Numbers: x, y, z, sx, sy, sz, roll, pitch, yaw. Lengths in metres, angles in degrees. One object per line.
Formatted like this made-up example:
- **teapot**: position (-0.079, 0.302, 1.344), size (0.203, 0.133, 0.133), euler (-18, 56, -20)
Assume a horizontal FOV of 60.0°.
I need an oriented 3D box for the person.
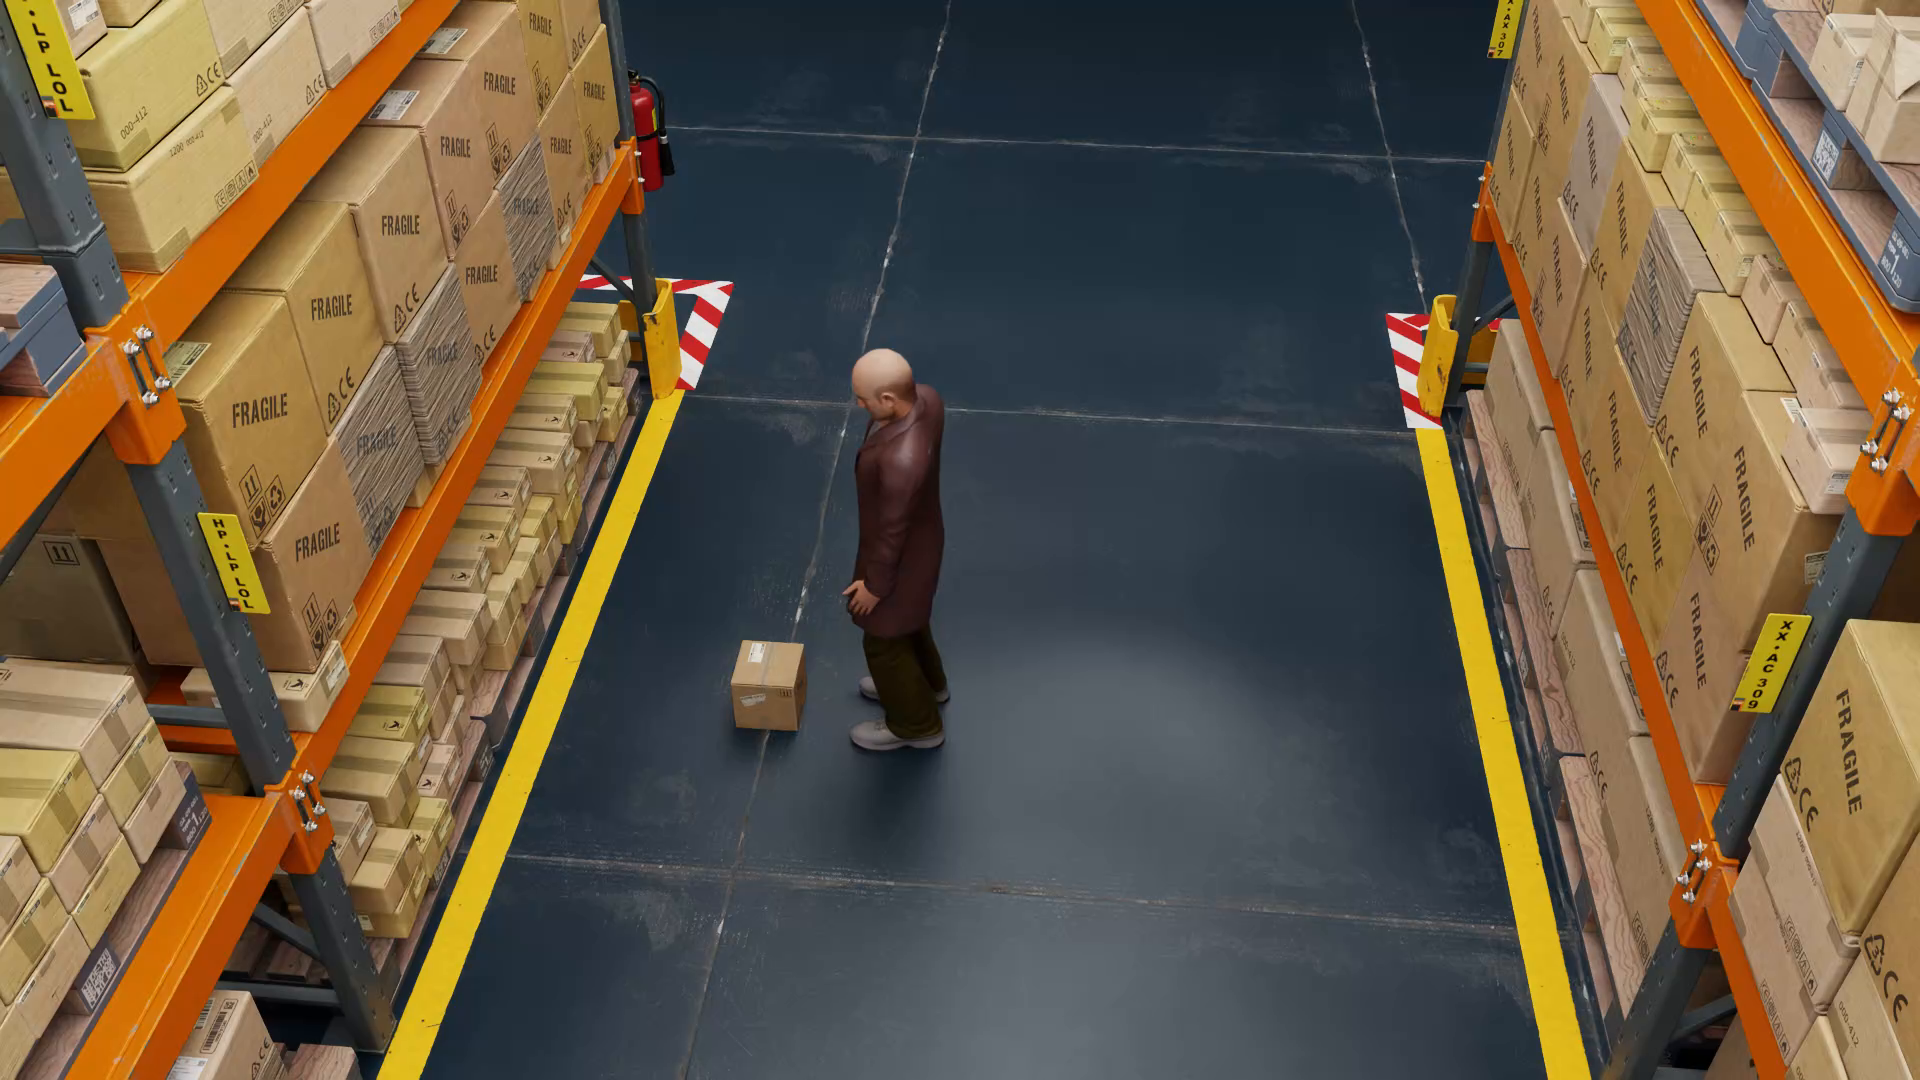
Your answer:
- **person**: position (-0.242, 0.054, 6.118), size (0.383, 1.765, 0.567), euler (4, 40, 5)
